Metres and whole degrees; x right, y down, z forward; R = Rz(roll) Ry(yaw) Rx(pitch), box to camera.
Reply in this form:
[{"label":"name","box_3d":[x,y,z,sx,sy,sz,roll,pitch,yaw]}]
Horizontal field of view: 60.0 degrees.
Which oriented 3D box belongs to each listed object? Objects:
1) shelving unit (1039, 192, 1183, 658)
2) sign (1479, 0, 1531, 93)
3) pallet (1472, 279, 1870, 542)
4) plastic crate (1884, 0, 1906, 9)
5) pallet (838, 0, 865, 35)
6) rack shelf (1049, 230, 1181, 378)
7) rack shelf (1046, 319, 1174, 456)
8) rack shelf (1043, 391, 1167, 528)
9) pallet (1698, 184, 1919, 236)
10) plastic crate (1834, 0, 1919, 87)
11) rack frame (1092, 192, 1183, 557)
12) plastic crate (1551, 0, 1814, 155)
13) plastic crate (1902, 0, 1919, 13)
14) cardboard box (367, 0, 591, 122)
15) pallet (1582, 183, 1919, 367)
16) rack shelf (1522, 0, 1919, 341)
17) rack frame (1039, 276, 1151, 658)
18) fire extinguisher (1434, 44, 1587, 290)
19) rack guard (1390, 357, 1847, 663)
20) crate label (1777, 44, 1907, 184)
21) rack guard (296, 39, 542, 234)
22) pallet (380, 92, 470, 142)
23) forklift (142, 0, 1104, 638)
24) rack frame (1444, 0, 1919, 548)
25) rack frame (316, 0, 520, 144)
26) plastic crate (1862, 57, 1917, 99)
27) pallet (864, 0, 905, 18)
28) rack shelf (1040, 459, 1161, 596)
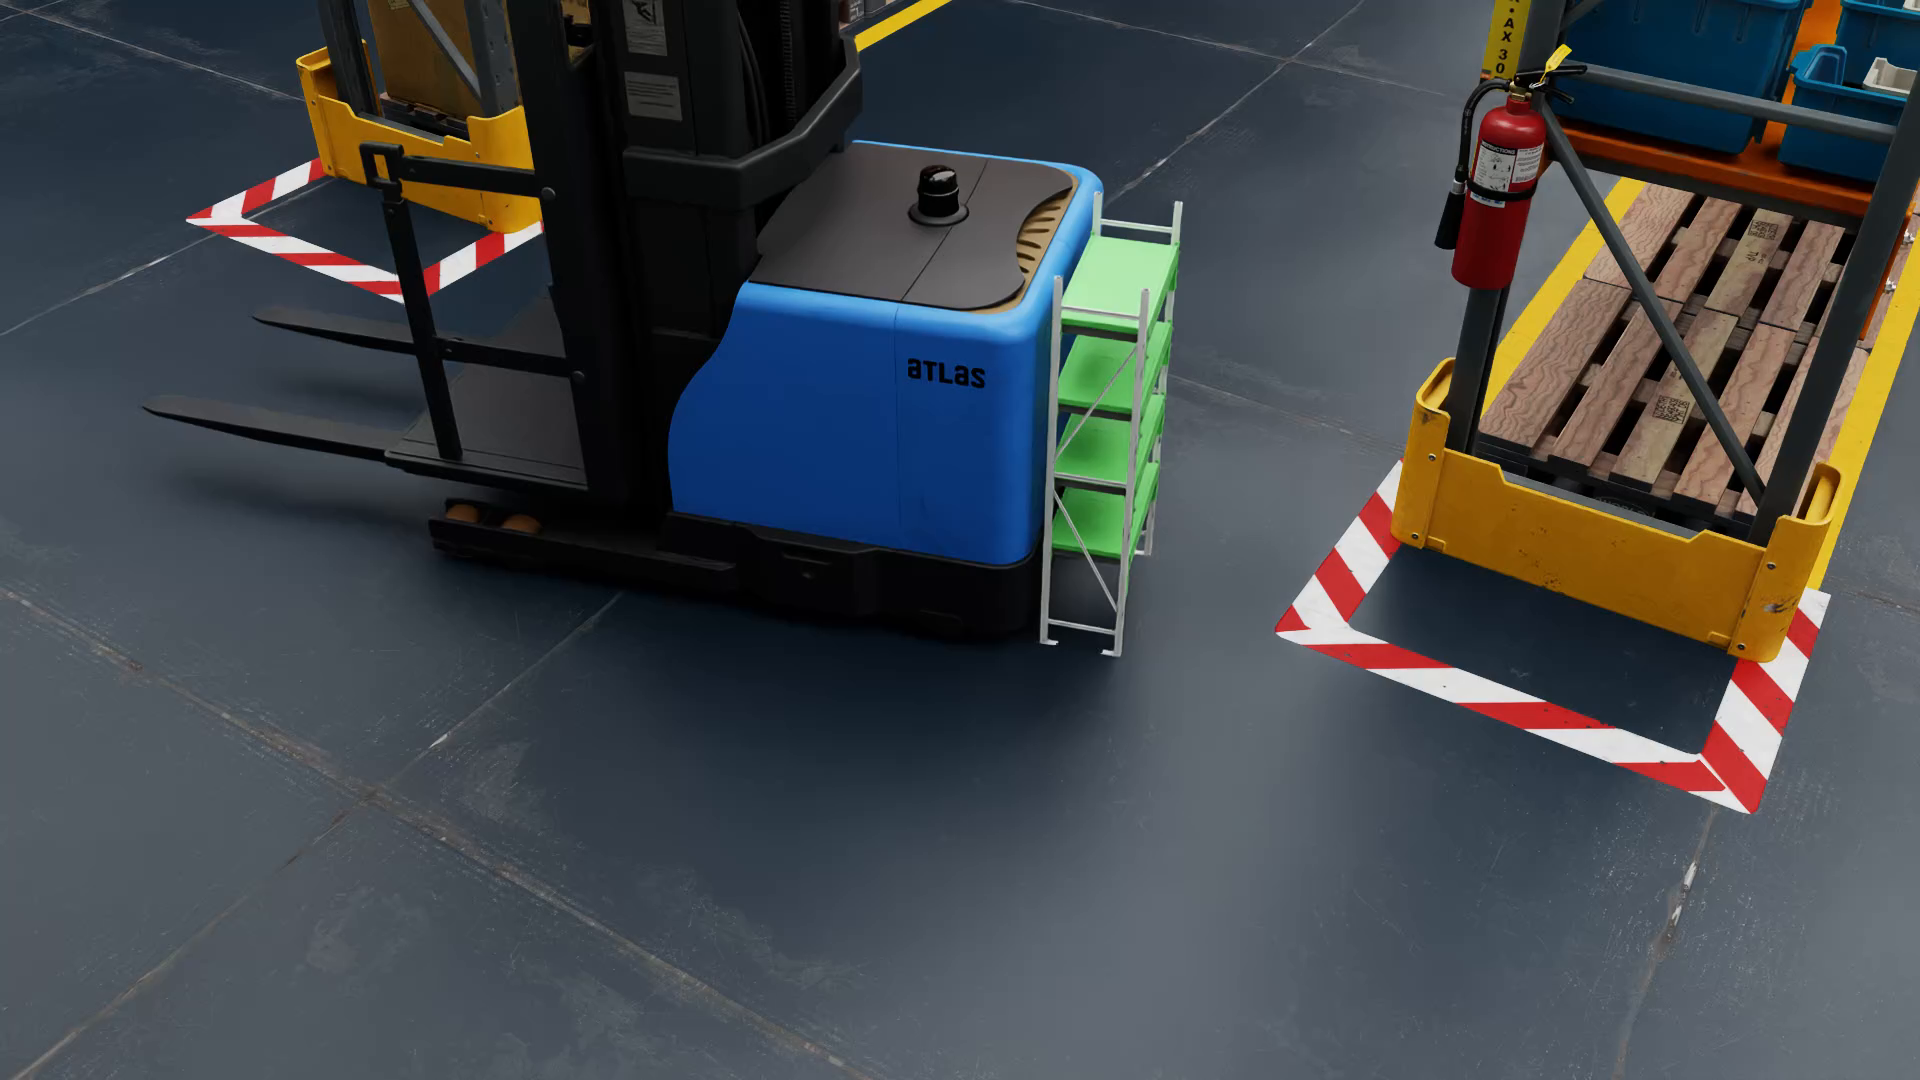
[{"label":"shelving unit","box_3d":[0.415,-0.302,4.659,0.258,1.200,0.503,10,39,12]},{"label":"sign","box_3d":[1.457,-1.350,4.411,0.100,0.325,0.005,21,42,25]},{"label":"pallet","box_3d":[2.404,-0.422,5.625,1.003,0.211,1.213,21,42,25]},{"label":"plastic crate","box_3d":[3.045,-1.770,5.177,0.416,0.233,0.300,21,42,25]},{"label":"pallet","box_3d":[-1.236,-2.694,8.572,1.003,0.211,1.213,21,42,25]},{"label":"rack shelf","box_3d":[0.415,-0.632,4.405,0.258,0.148,0.480,10,39,12]},{"label":"rack shelf","box_3d":[0.415,-0.442,4.552,0.258,0.148,0.480,10,39,12]},{"label":"rack shelf","box_3d":[0.415,-0.252,4.698,0.258,0.148,0.480,10,39,12]},{"label":"pallet","box_3d":[3.712,-1.680,7.257,1.003,0.211,1.213,21,42,25]},{"label":"plastic crate","box_3d":[2.693,-1.431,4.737,0.416,0.233,0.300,21,42,25]},{"label":"rack frame","box_3d":[0.479,-0.446,4.846,0.240,1.200,0.015,10,39,12]},{"label":"plastic crate","box_3d":[1.951,-1.386,4.513,0.616,0.435,0.499,21,42,25]},{"label":"plastic crate","box_3d":[2.945,-1.541,4.959,0.250,0.136,0.298,21,42,25]},{"label":"cardboard box","box_3d":[-1.977,-2.415,7.323,0.875,0.875,0.875,21,42,25]},{"label":"pallet","box_3d":[3.059,-1.049,6.438,1.003,0.211,1.213,21,42,25]},{"label":"rack shelf","box_3d":[3.001,-1.860,5.796,1.077,0.370,4.000,21,42,25]},{"label":"rack frame","box_3d":[0.350,-0.159,4.473,0.240,1.200,0.015,10,39,12]},{"label":"fire extinguisher","box_3d":[1.465,-1.007,4.468,0.296,0.674,0.183,21,42,25]},{"label":"rack guard","box_3d":[1.928,-0.108,4.980,1.175,0.500,0.348,21,42,25]},{"label":"crate label","box_3d":[2.340,-1.091,4.297,0.416,0.233,0.303,21,42,25]},{"label":"rack guard","box_3d":[-2.265,-1.732,7.087,1.175,0.500,0.348,21,42,25]},{"label":"pallet","box_3d":[-1.890,-2.068,7.759,1.003,0.211,1.213,21,42,25]},{"label":"forklift","box_3d":[-1.137,-1.373,4.631,3.031,2.935,1.130,10,39,12]},{"label":"rack frame","box_3d":[1.930,-1.114,4.239,1.000,3.000,0.127,21,42,25]},{"label":"rack frame","box_3d":[-2.252,-2.734,6.340,1.000,3.000,0.127,21,42,25]},{"label":"plastic crate","box_3d":[2.582,-1.191,4.506,0.250,0.136,0.298,21,42,25]},{"label":"pallet","box_3d":[-0.583,-3.326,9.391,1.003,0.211,1.213,21,42,25]},{"label":"rack shelf","box_3d":[0.414,-0.062,4.845,0.258,0.148,0.480,10,39,12]}]
